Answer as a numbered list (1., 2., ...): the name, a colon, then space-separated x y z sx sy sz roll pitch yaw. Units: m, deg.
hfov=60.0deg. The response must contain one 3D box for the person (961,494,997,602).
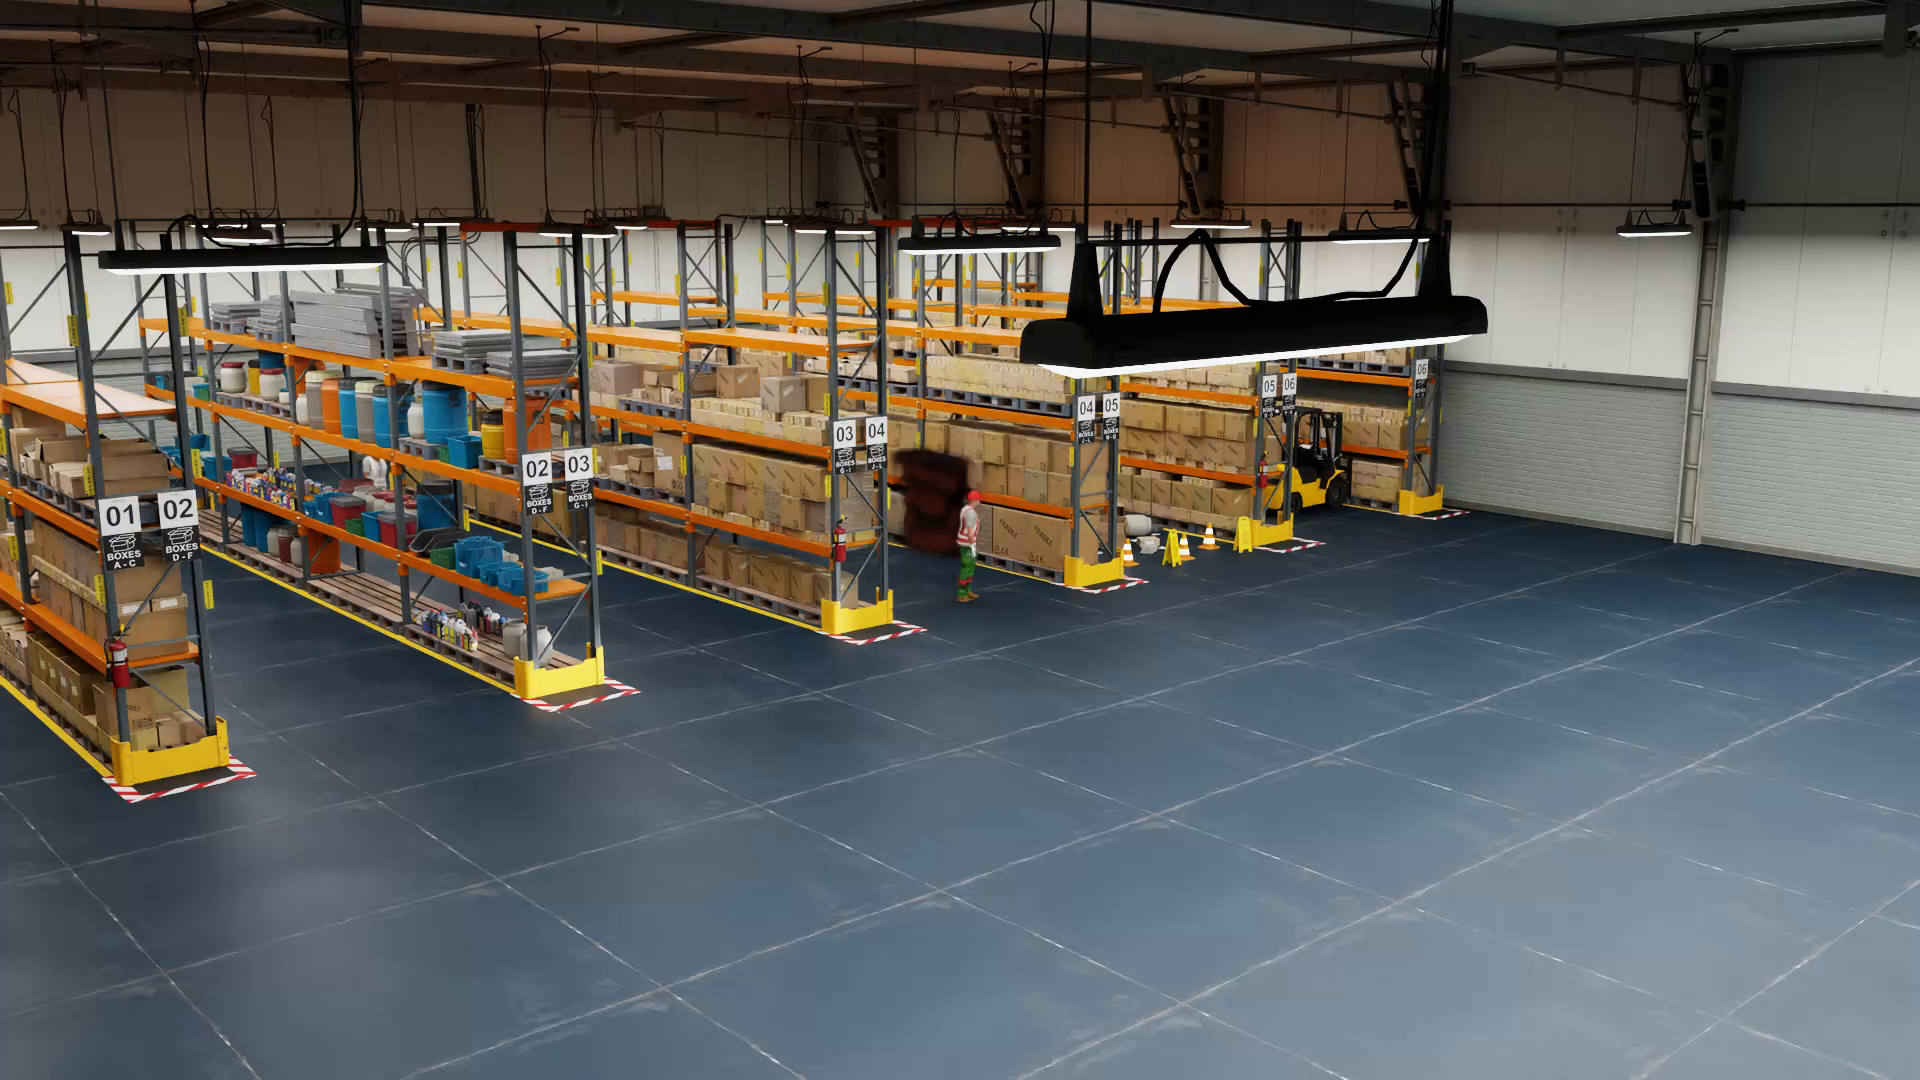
1. person: 0.302 0.114 26.960 0.572 1.746 0.660 0 11 -2

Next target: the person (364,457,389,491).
1. person: -11.378 -1.008 32.508 0.557 1.753 0.905 -11 16 -43
